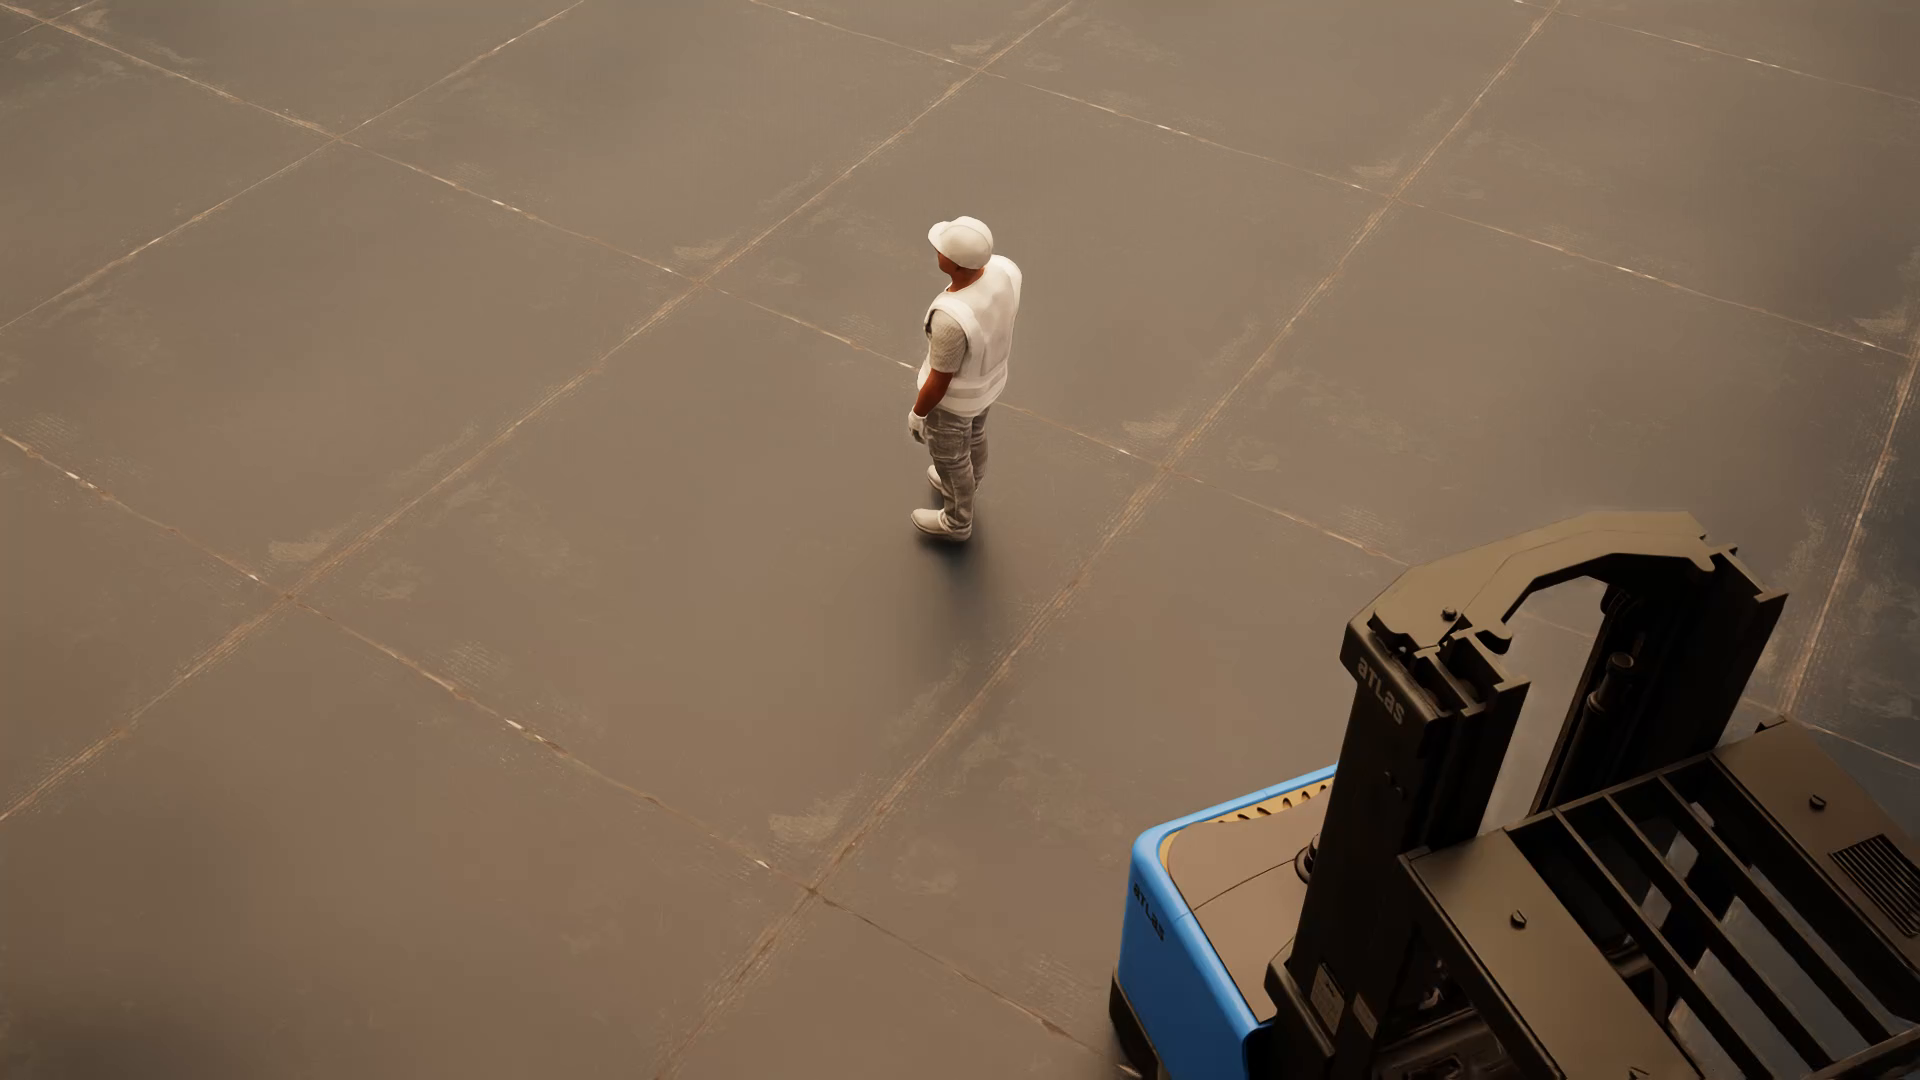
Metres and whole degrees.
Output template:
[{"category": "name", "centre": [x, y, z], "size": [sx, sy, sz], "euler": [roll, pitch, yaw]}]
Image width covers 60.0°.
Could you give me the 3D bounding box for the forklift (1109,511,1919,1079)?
[{"category": "forklift", "centre": [1.572, 1.488, 4.279], "size": [1.130, 2.935, 3.031], "euler": [-16, 46, -16]}]

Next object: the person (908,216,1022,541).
[{"category": "person", "centre": [-0.056, -0.713, 7.366], "size": [0.575, 1.784, 0.657], "euler": [24, 48, 23]}]
